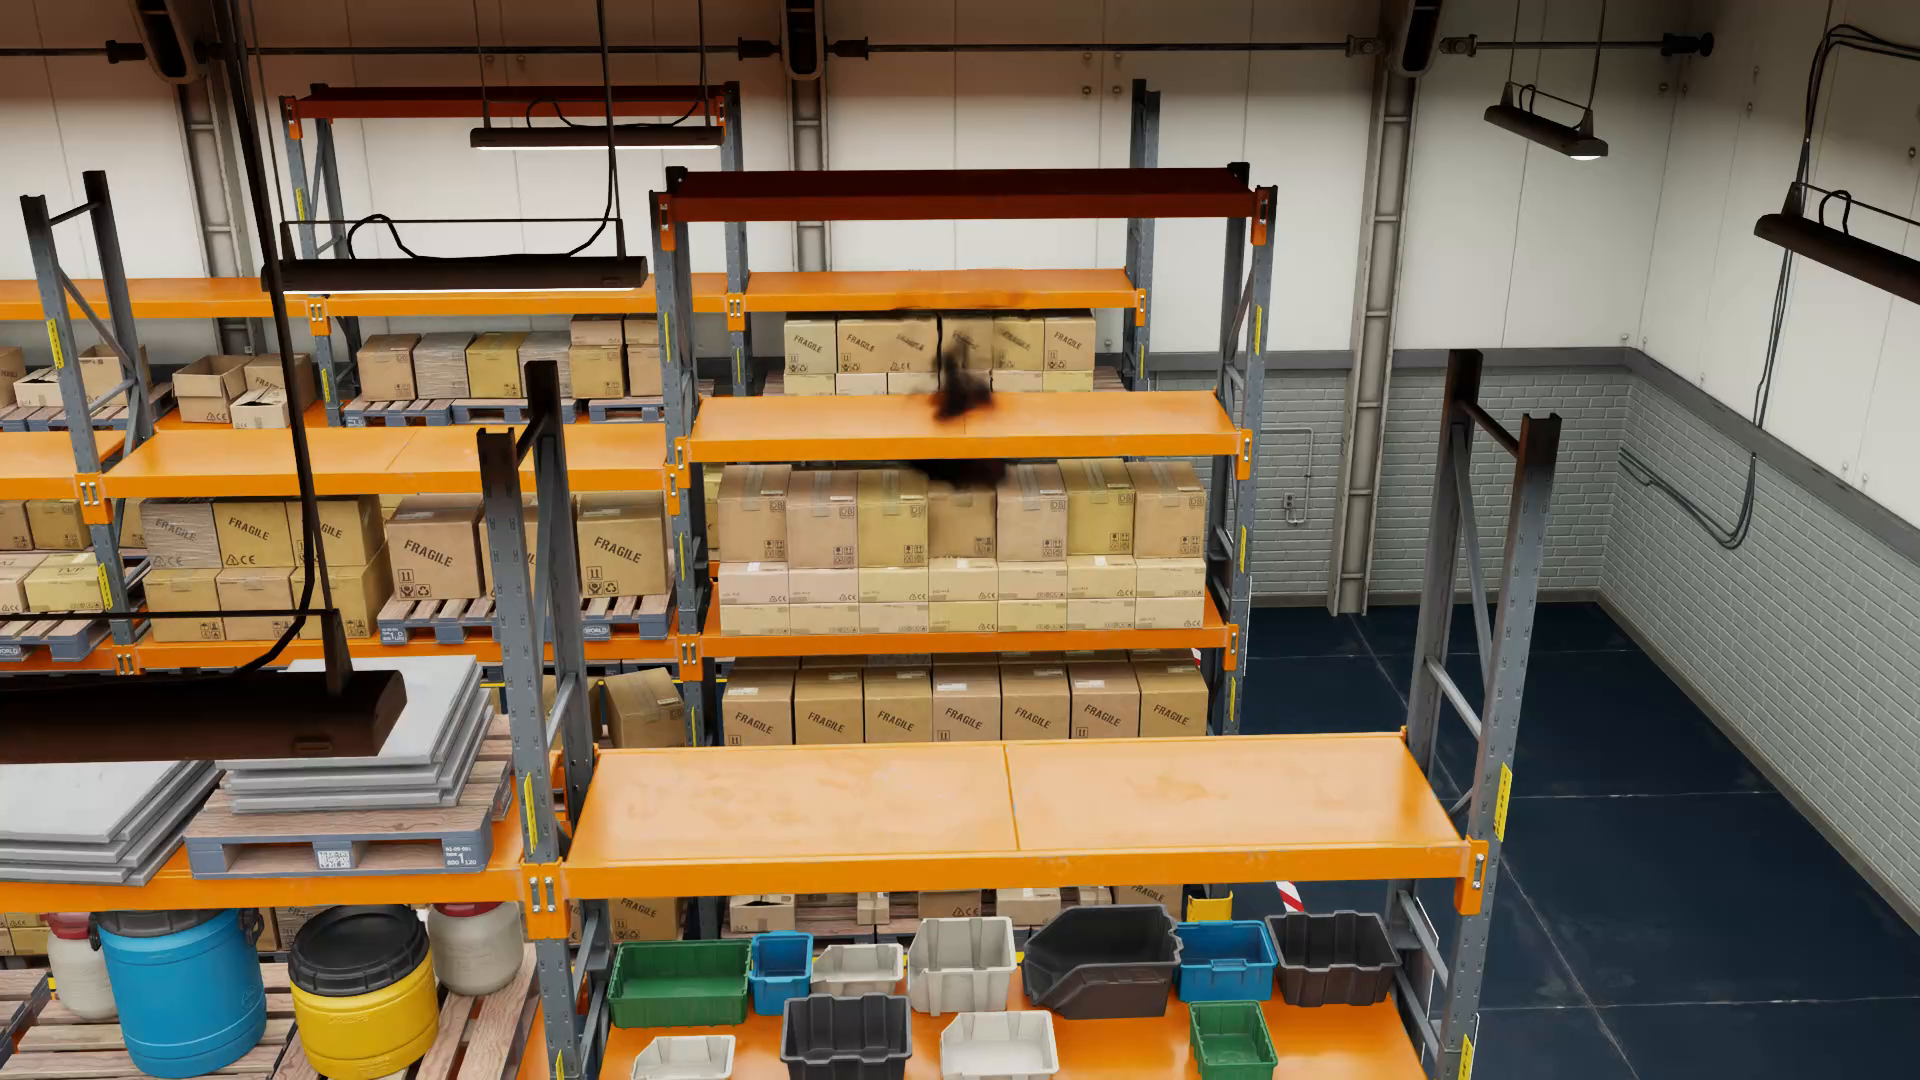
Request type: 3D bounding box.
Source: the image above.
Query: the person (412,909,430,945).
[{"bbox_3d":[-3.536,3.209,10.932,0.683,1.795,0.677,-4,22,-9],"label":"person"}]
